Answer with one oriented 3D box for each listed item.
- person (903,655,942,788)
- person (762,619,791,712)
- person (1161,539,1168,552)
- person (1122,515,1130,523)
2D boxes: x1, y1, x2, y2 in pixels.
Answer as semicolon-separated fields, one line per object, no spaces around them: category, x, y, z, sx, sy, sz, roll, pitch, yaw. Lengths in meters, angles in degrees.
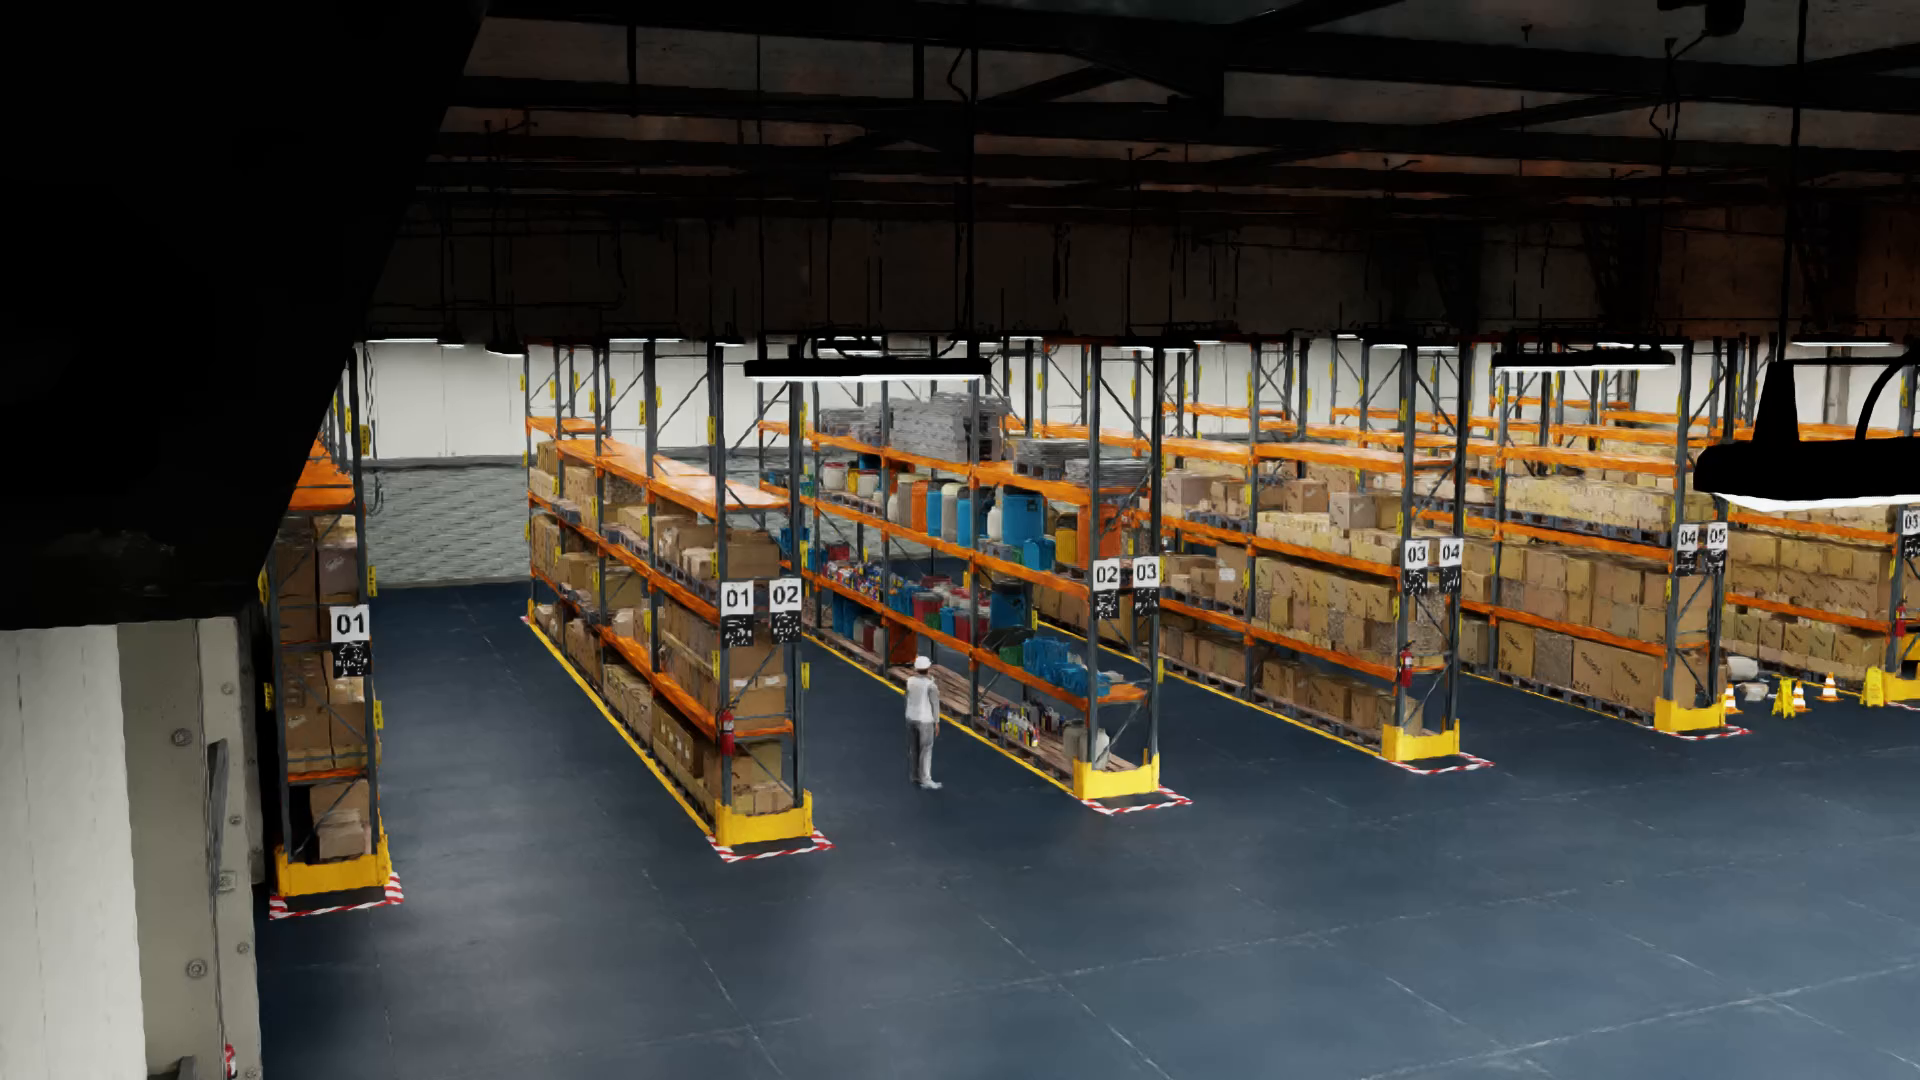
person;-0.496;2.443;22.587;0.598;1.775;0.455;5;9;35
person;-3.111;1.917;26.758;0.526;1.730;1.043;-4;9;-30
person;4.234;0.812;35.094;0.566;1.704;1.102;-3;8;-20
person;4.185;-0.340;43.778;0.594;1.735;0.990;0;8;-1
